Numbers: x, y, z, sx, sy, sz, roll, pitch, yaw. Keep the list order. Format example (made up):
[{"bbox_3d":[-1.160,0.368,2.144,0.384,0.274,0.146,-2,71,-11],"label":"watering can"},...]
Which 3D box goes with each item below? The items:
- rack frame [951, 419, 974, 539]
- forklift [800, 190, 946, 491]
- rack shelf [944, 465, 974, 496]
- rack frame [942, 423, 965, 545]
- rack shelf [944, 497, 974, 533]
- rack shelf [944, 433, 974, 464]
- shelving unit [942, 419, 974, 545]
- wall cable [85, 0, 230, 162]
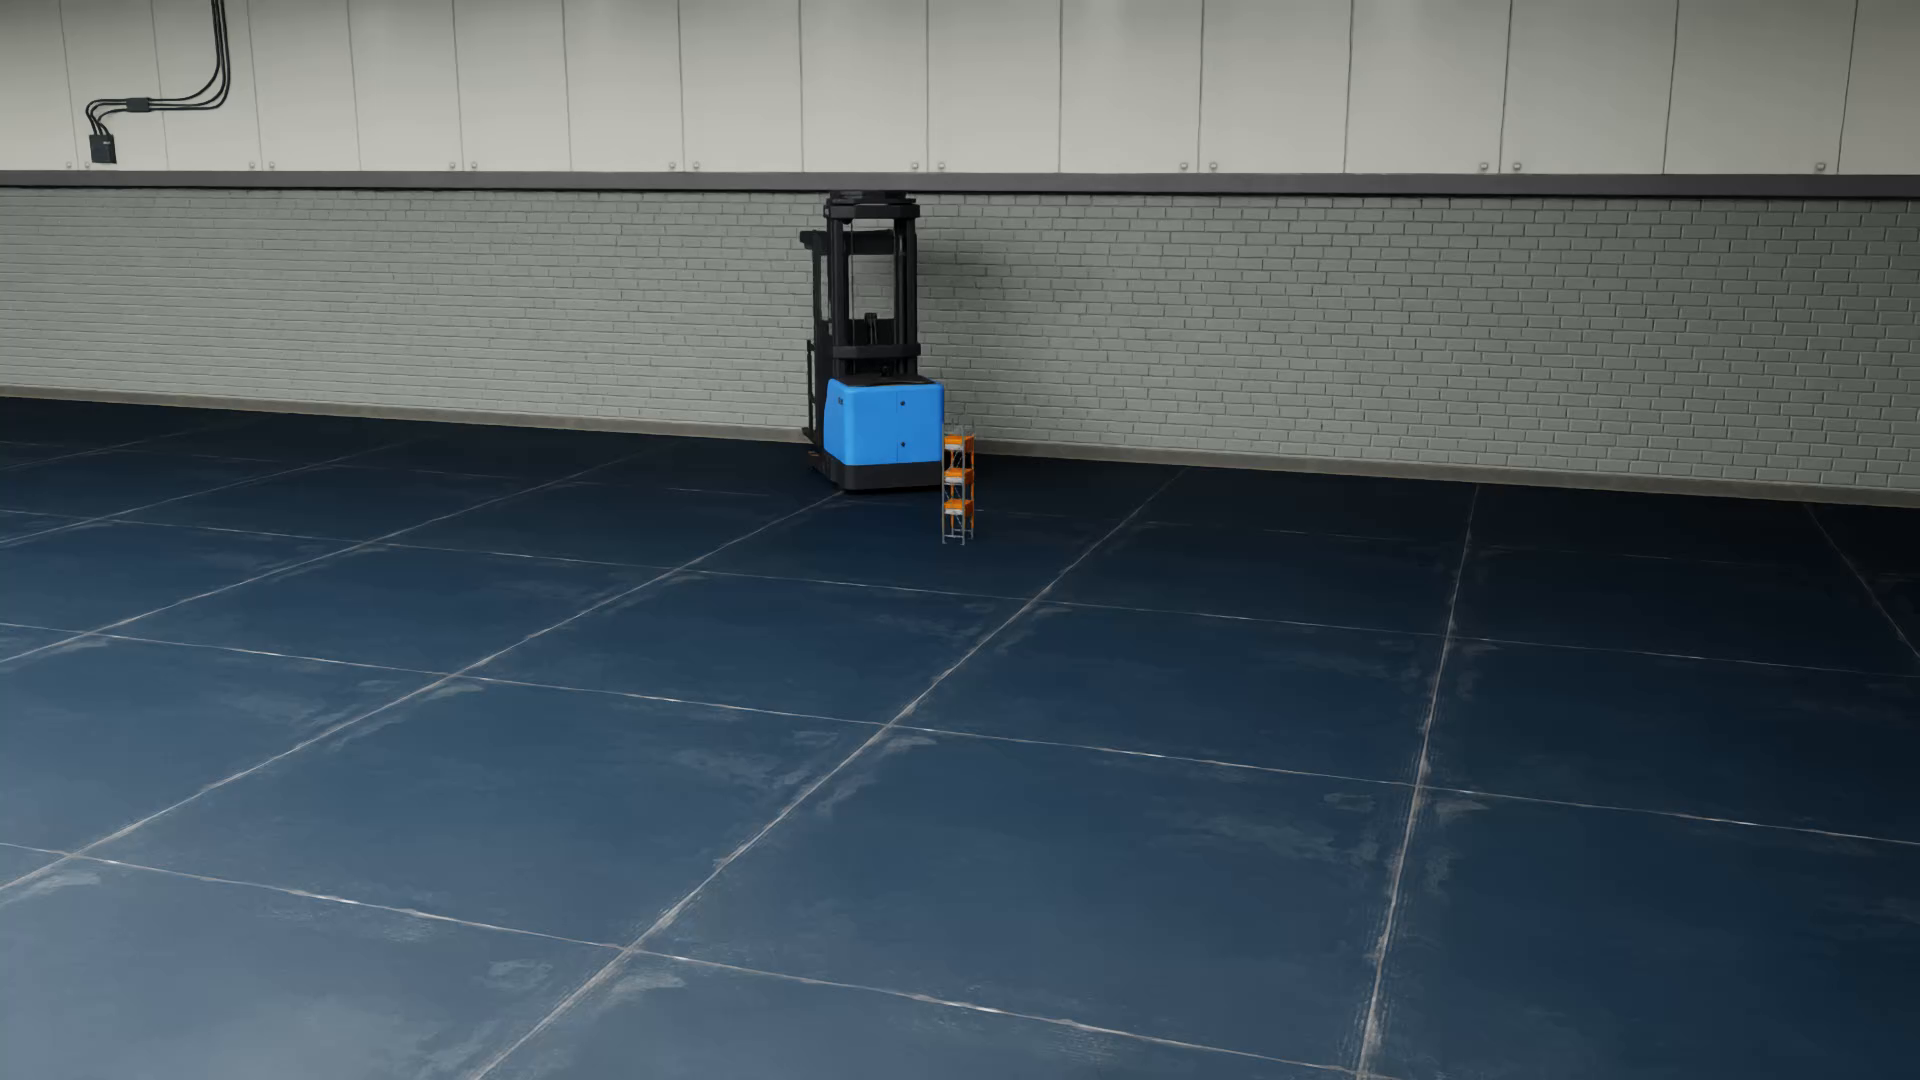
[{"bbox_3d":[0.022,-0.526,14.434,0.200,1.050,0.008,4,14,18],"label":"rack frame"},{"bbox_3d":[-1.054,-2.202,17.549,1.130,2.935,3.031,-4,13,-16],"label":"forklift"},{"bbox_3d":[-0.017,-0.490,14.324,0.215,0.259,0.240,4,14,18],"label":"rack shelf"},{"bbox_3d":[-0.057,-0.475,14.209,0.200,1.050,0.008,4,14,18],"label":"rack frame"},{"bbox_3d":[-0.017,-0.219,14.386,0.215,0.259,0.240,4,14,18],"label":"rack shelf"},{"bbox_3d":[-0.017,-0.767,14.261,0.215,0.259,0.240,4,14,18],"label":"rack shelf"},{"bbox_3d":[-0.017,-0.501,14.322,0.215,1.050,0.252,4,14,18],"label":"shelving unit"},{"bbox_3d":[-10.307,-7.813,20.855,2.305,6.003,0.169,4,14,18],"label":"wall cable"}]
